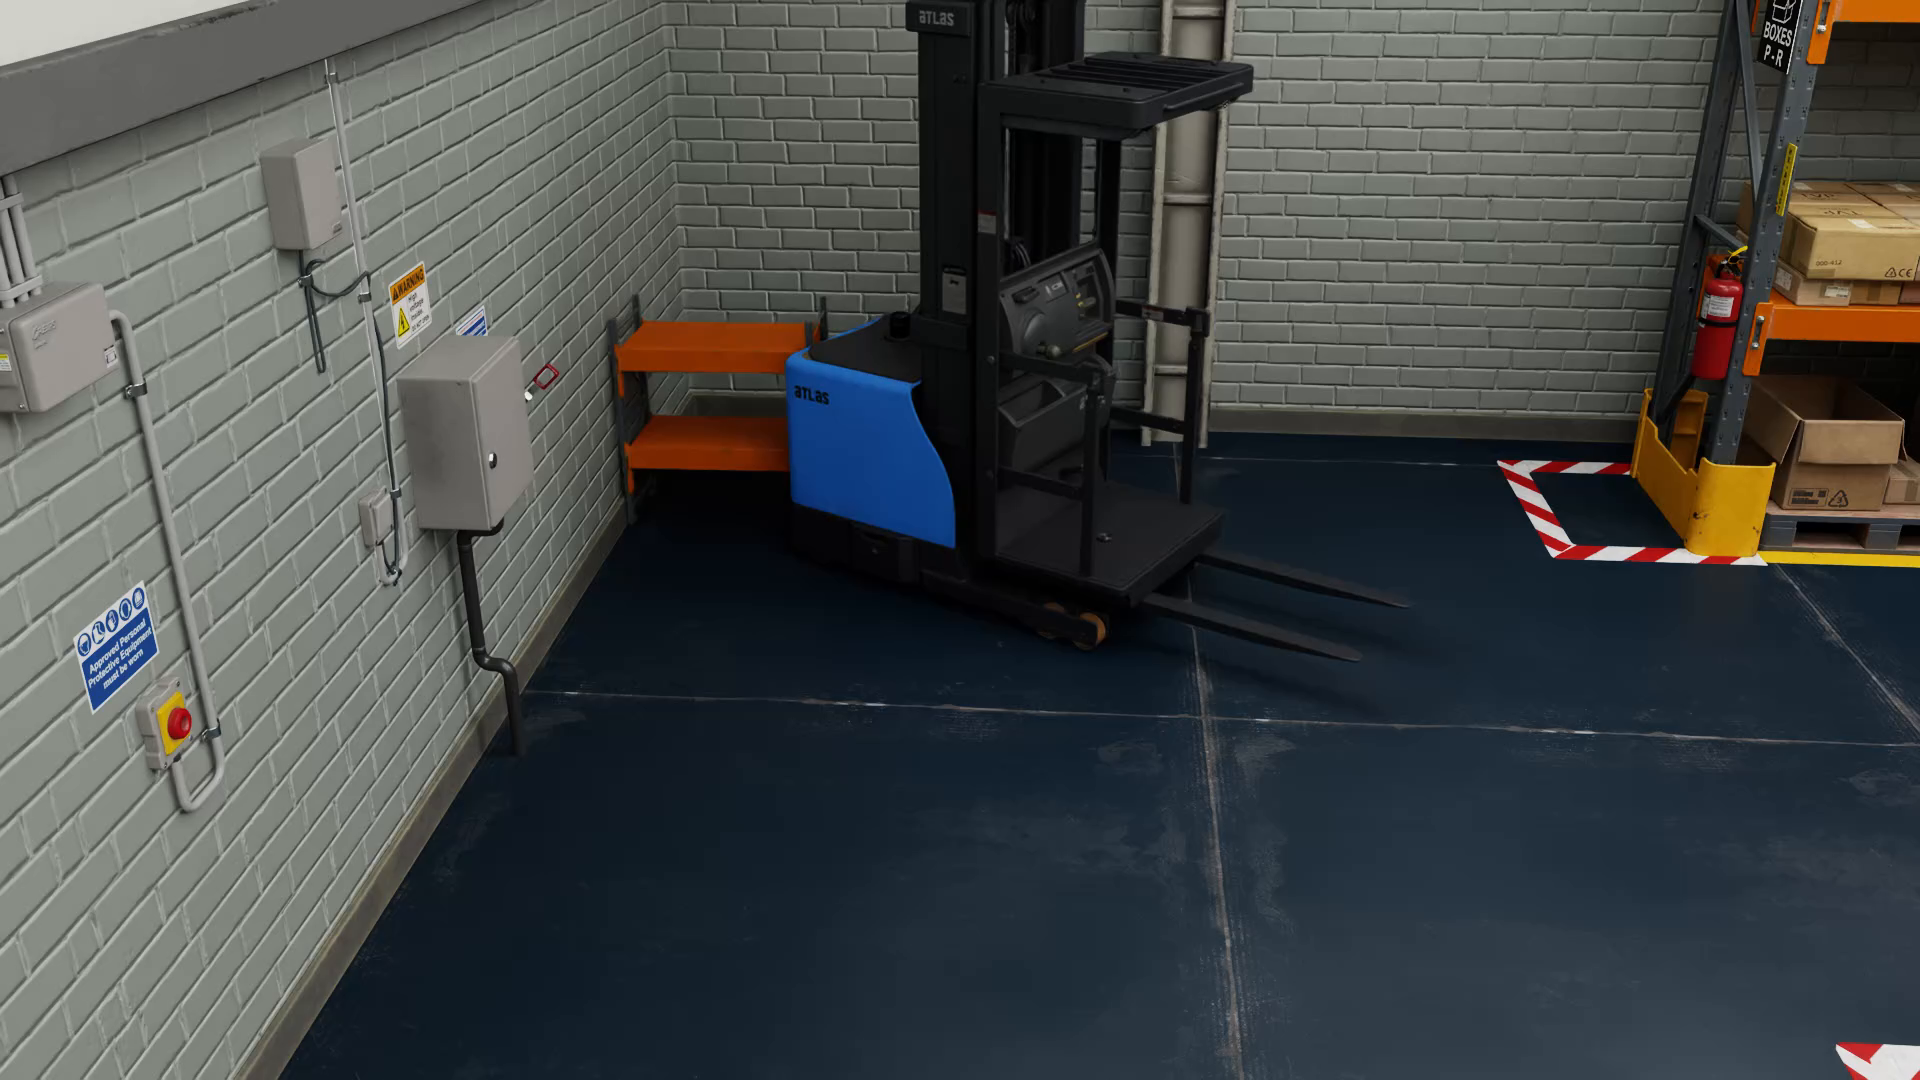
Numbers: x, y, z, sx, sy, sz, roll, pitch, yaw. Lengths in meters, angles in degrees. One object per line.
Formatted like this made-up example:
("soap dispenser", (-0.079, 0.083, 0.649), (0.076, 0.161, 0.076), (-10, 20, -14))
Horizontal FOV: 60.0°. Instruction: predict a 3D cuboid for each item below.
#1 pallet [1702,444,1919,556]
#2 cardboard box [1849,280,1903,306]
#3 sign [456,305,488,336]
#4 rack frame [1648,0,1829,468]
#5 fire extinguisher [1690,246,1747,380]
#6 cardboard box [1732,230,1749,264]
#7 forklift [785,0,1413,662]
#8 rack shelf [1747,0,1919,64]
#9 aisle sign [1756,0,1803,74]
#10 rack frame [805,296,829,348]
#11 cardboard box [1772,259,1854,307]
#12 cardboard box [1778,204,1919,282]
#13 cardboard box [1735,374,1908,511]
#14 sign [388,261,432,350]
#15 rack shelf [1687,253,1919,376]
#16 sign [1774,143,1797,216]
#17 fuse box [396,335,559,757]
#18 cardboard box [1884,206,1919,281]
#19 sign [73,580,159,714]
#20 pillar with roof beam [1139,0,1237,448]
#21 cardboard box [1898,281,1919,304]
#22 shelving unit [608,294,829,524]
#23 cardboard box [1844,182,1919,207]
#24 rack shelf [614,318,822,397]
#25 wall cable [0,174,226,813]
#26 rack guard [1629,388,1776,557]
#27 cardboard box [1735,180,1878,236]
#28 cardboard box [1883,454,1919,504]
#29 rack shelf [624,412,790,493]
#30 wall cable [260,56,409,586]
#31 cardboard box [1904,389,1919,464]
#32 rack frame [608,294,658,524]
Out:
("pallet", (4.784, -0.229, 8.995), (1.213, 0.211, 1.003), (2, 25, 4))
("cardboard box", (4.477, -1.295, 8.277), (0.250, 0.149, 0.380), (2, 25, 5))
("sign", (-1.950, -0.665, 6.721), (0.001, 0.494, 0.329), (2, 25, 4))
("rack frame", (3.913, -1.523, 8.472), (0.127, 3.000, 1.000), (2, 25, 4))
("fire extinguisher", (3.731, -1.131, 8.158), (0.183, 0.674, 0.296), (2, 25, 4))
("cardboard box", (4.264, -1.510, 8.744), (0.250, 0.149, 0.380), (2, 25, 3))
("forklift", (0.631, -1.080, 7.590), (3.031, 2.935, 1.130), (16, 29, 30))
("rack shelf", (5.907, -2.495, 7.856), (4.000, 0.370, 1.077), (2, 25, 4))
("aisle sign", (3.822, -2.584, 7.667), (0.004, 0.787, 0.394), (2, 25, 4))
("rack frame", (-0.739, -0.679, 8.835), (0.032, 1.125, 0.500), (1, 24, 5))
("cardboard box", (4.220, -1.284, 8.253), (0.250, 0.149, 0.380), (2, 25, 4))
("cardboard box", (4.345, -1.463, 8.165), (0.500, 0.250, 0.500), (2, 25, 4))
("cardboard box", (4.515, -0.521, 8.778), (0.637, 0.503, 0.797), (1, 25, 2))
("sign", (-1.992, -0.855, 6.031), (0.001, 0.242, 0.339), (2, 25, 4))
("rack shelf", (5.907, -1.132, 8.483), (4.000, 0.370, 1.077), (2, 25, 4))
("sign", (3.871, -1.690, 7.799), (0.005, 0.325, 0.100), (2, 25, 4))
("fuse box", (-1.781, 0.089, 6.509), (0.414, 1.711, 0.539), (2, 25, 4))
("cardboard box", (4.847, -1.447, 8.131), (0.500, 0.250, 0.500), (2, 25, 5))
("sign", (-2.152, 0.270, 4.251), (0.001, 0.218, 0.327), (2, 25, 4))
("pillar with roof beam", (0.964, -2.916, 4.322), (0.400, 9.000, 9.100), (2, 25, 4))
("cardboard box", (4.741, -1.301, 8.290), (0.250, 0.149, 0.380), (2, 25, 3))
("shelving unit", (-1.245, -0.692, 8.880), (1.048, 1.125, 0.538), (1, 24, 5))
("cardboard box", (4.906, -1.669, 8.613), (0.500, 0.250, 0.500), (2, 25, 4))
("rack shelf", (-1.249, -0.960, 8.762), (1.000, 0.278, 0.538), (1, 24, 5))
("wall cable", (-2.087, -0.101, 4.128), (0.123, 1.953, 0.585), (2, 25, 4))
("rack guard", (3.989, -0.385, 8.989), (0.348, 0.500, 1.175), (2, 25, 4))
("cardboard box", (4.392, -1.686, 8.649), (0.500, 0.250, 0.500), (3, 25, 6))
("cardboard box", (4.936, -0.330, 8.787), (0.250, 0.149, 0.380), (1, 25, 2))
("rack shelf", (-1.242, -0.468, 8.979), (1.000, 0.278, 0.538), (1, 24, 5))
("wall cable", (-1.990, -0.678, 5.420), (0.122, 1.984, 0.588), (2, 25, 4))
("cardboard box", (5.365, -0.476, 8.684), (0.500, 0.500, 0.700), (3, 25, 6))
("rack frame", (-1.751, -0.704, 8.925), (0.032, 1.125, 0.500), (1, 24, 5))
